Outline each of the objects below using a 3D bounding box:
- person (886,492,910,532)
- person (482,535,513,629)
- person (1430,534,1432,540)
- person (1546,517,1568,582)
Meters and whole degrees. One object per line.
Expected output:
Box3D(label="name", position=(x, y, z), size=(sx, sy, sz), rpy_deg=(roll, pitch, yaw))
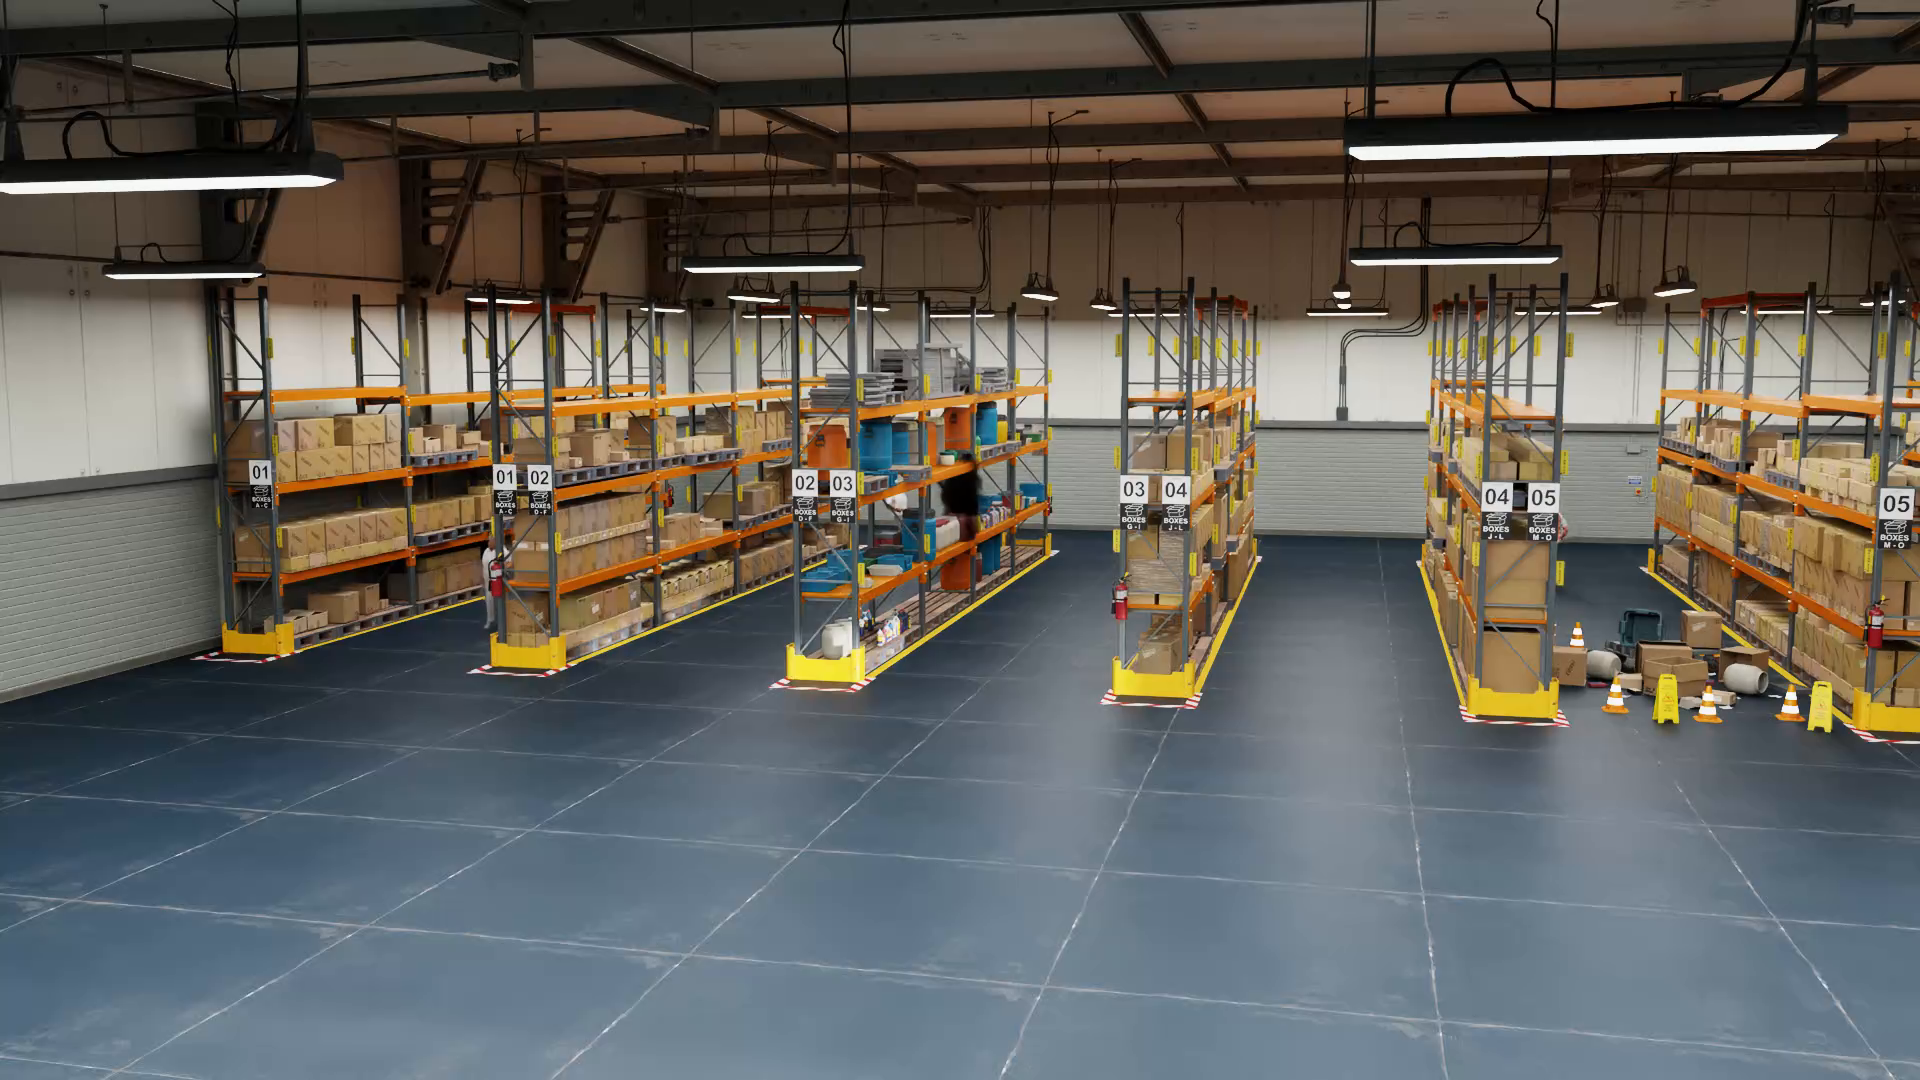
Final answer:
Box3D(label="person", position=(-1.525, -0.626, 41.605), size=(0.710, 1.745, 0.725), rpy_deg=(-4, 8, -32))
Box3D(label="person", position=(-8.329, 0.725, 29.926), size=(0.599, 1.663, 0.837), rpy_deg=(1, 7, 10))
Box3D(label="person", position=(11.459, -0.374, 39.558), size=(0.679, 1.717, 0.749), rpy_deg=(4, 8, 30))
Box3D(label="person", position=(12.638, 0.049, 35.599), size=(0.651, 1.746, 0.692), rpy_deg=(1, 7, 6))
